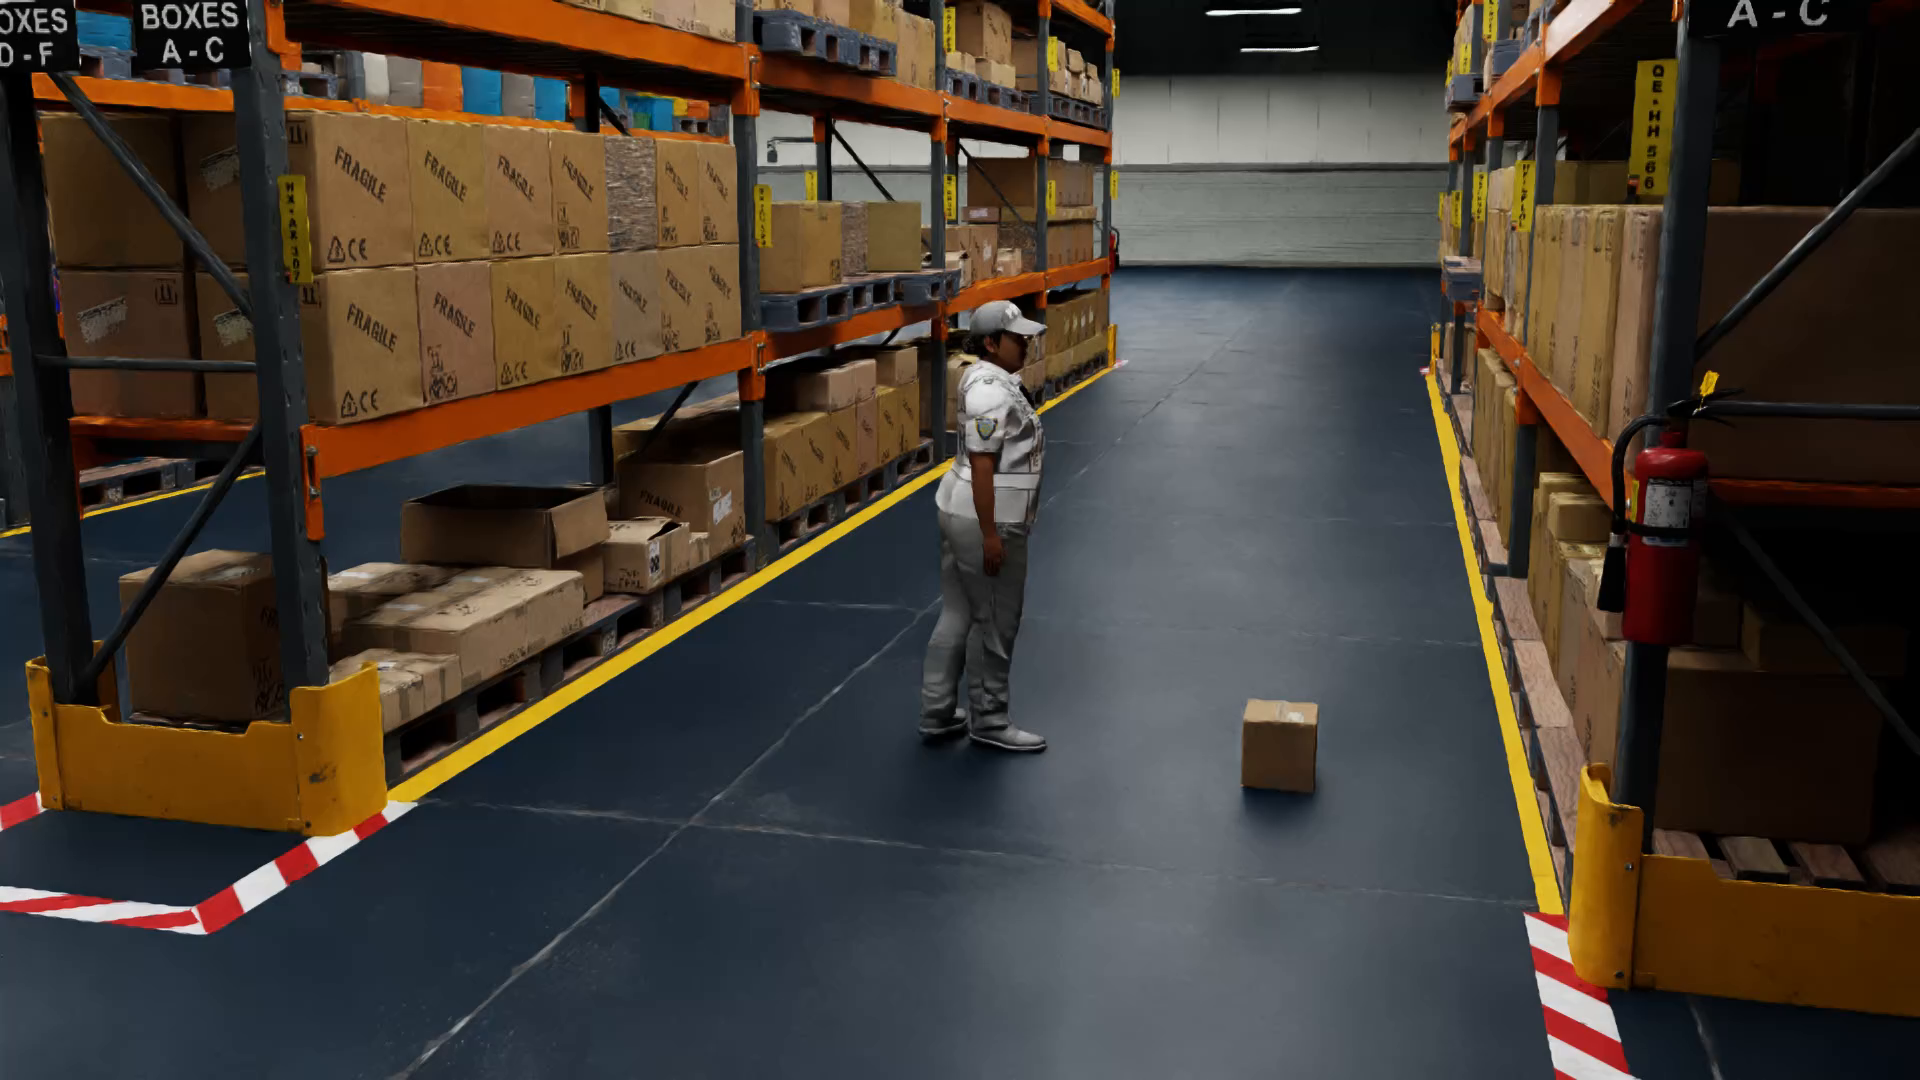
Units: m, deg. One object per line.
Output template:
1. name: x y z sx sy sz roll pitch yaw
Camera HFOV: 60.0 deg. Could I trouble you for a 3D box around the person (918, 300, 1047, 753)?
1. person: 0.086 -0.052 6.191 0.502 1.671 0.481 -2 12 -10
